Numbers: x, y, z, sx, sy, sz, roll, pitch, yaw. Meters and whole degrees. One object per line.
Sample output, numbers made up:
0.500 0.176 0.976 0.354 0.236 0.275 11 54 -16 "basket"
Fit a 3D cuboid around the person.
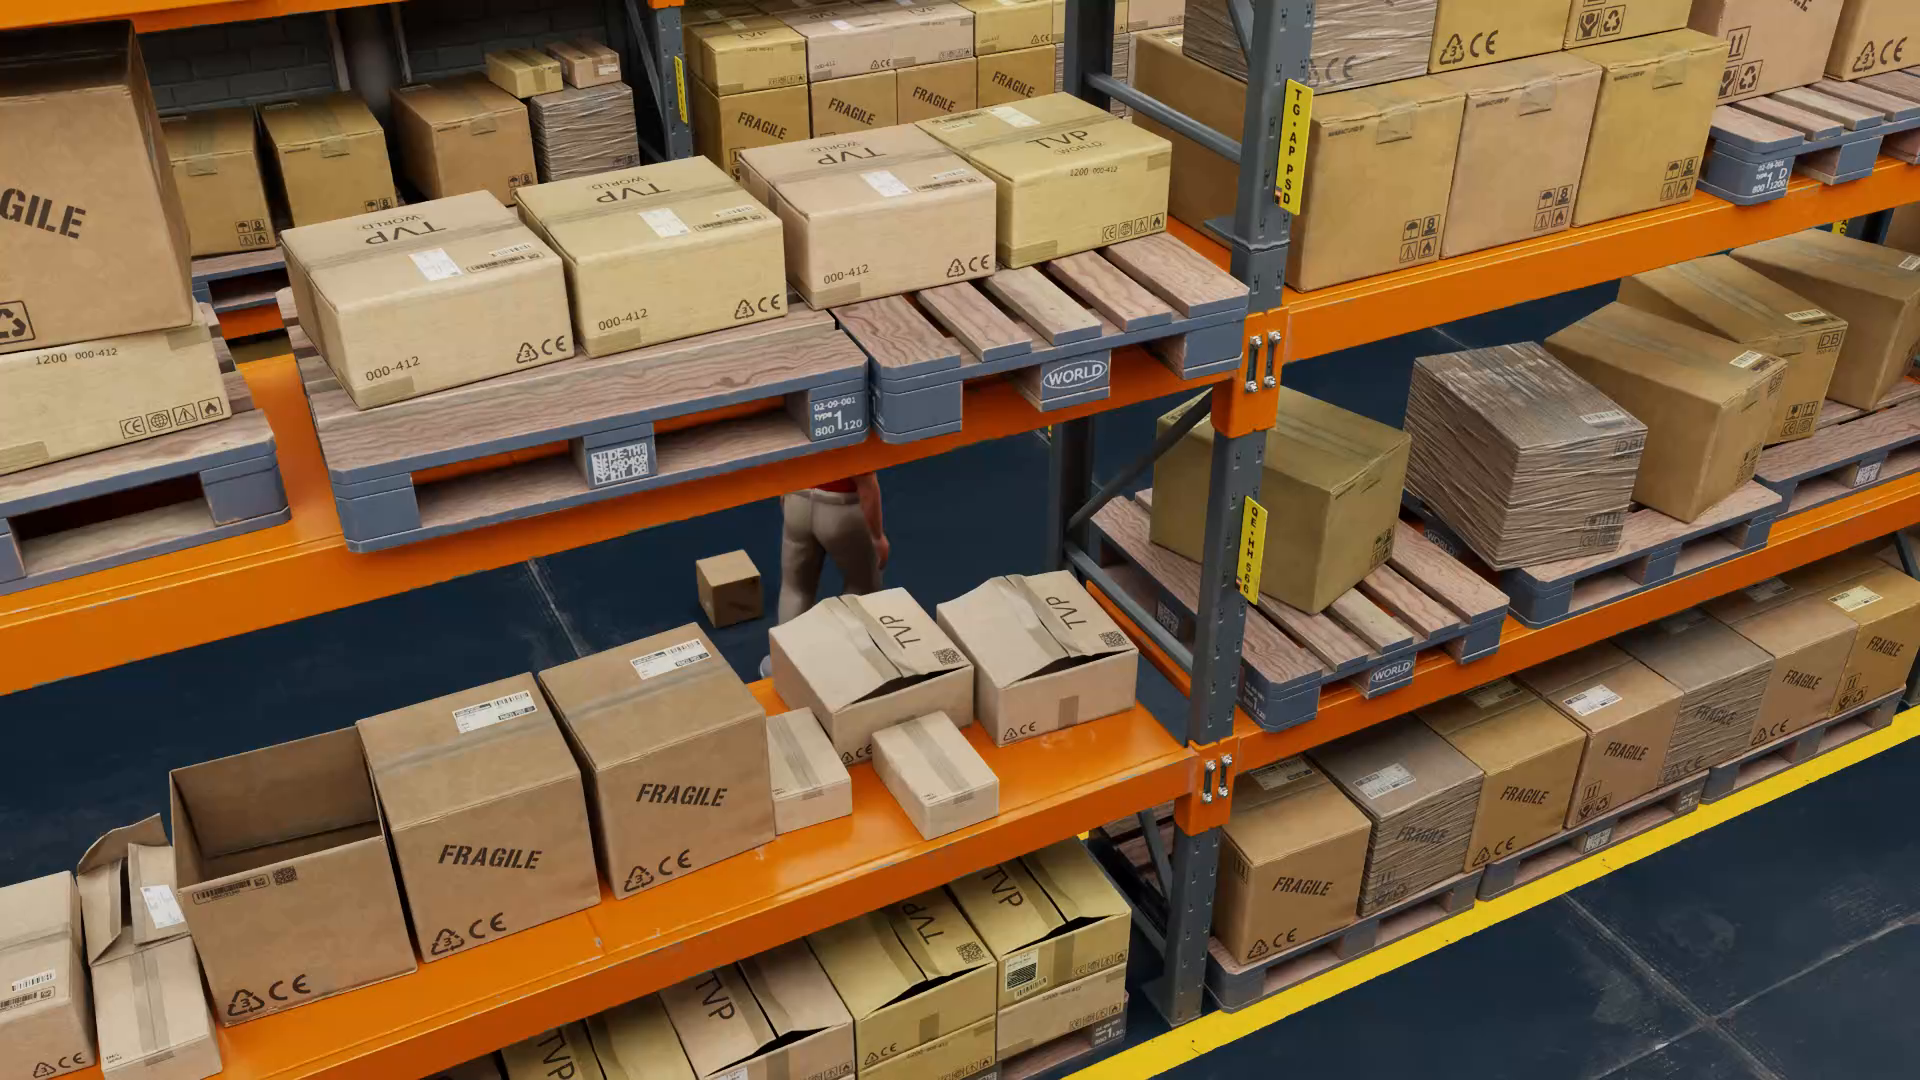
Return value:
-0.583 -0.093 7.304 0.614 1.716 0.626 16 36 23 "person"
